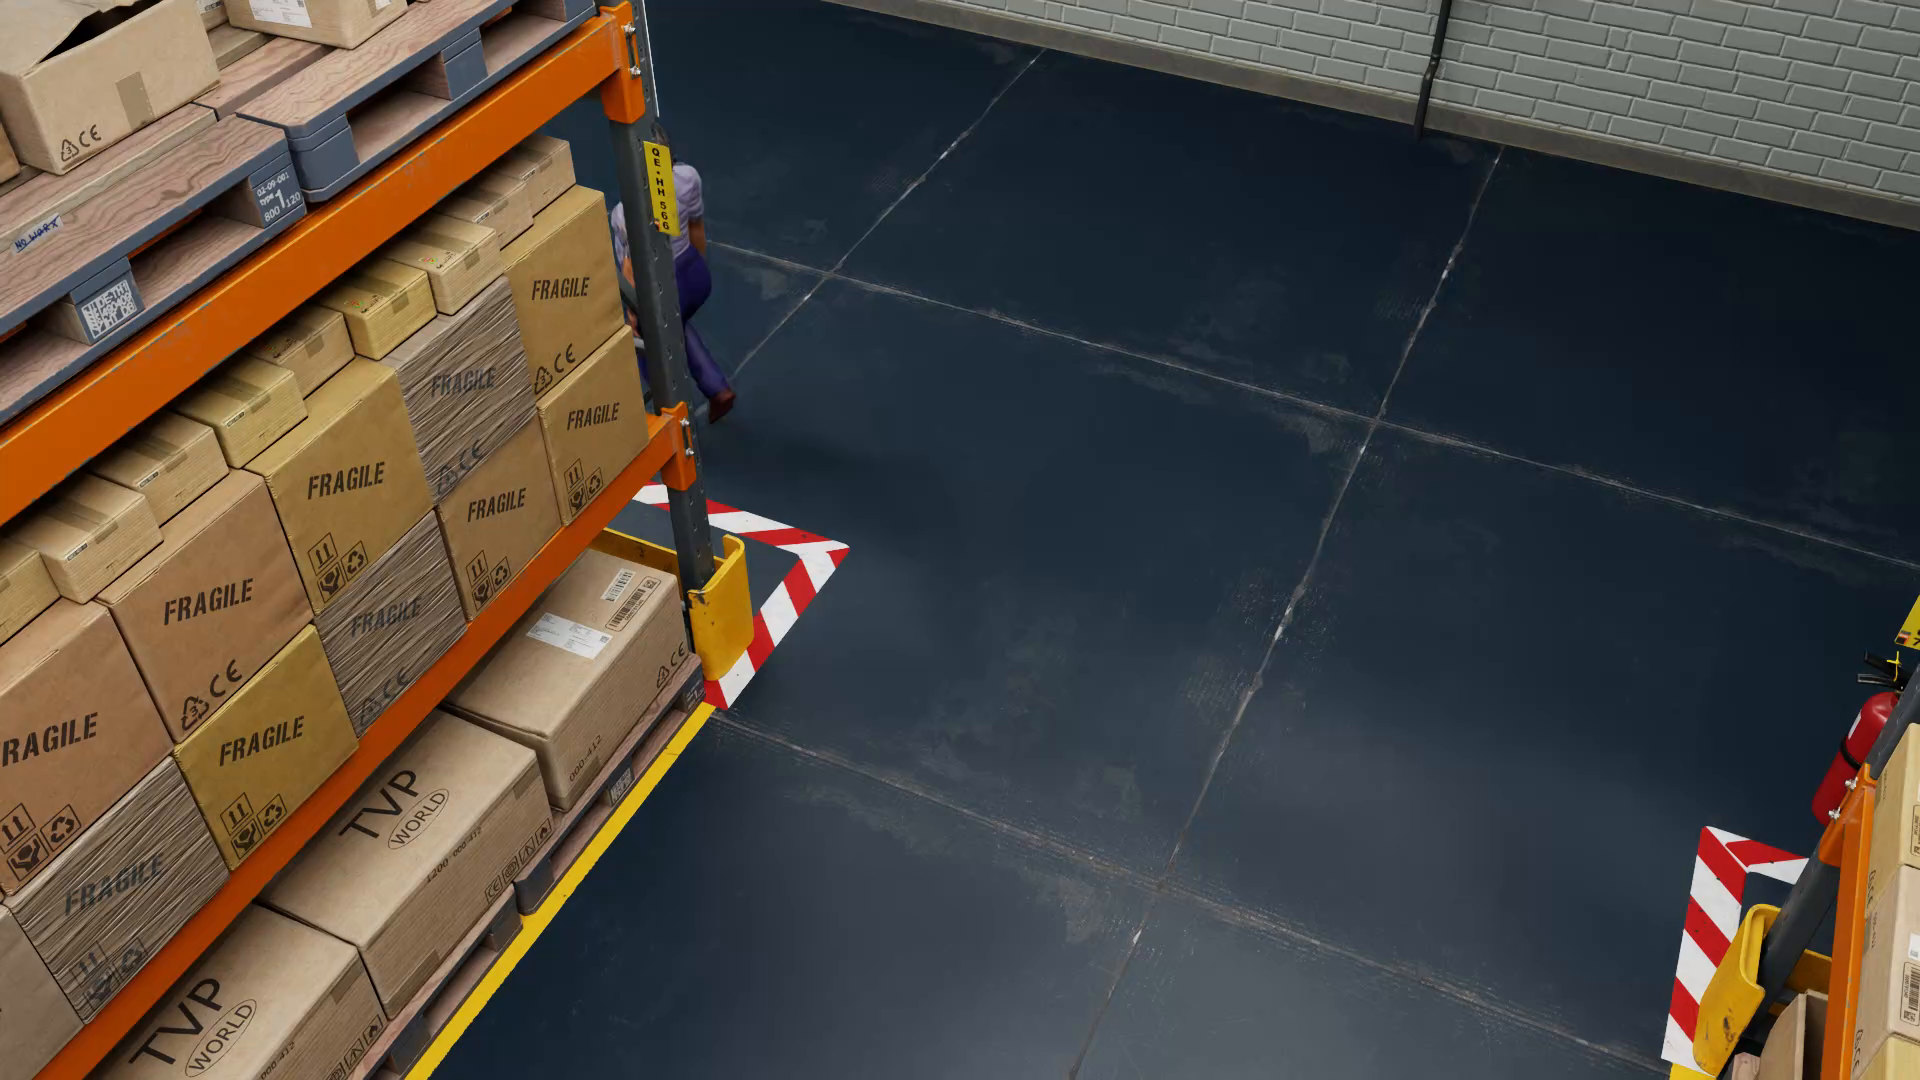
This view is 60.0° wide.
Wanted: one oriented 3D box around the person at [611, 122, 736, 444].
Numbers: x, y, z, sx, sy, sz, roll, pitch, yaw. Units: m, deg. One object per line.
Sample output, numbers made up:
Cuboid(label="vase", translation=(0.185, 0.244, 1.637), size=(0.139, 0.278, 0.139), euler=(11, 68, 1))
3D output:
Cuboid(label="person", translation=(-1.308, -1.115, 7.360), size=(0.467, 1.639, 0.507), euler=(22, 47, 23))
